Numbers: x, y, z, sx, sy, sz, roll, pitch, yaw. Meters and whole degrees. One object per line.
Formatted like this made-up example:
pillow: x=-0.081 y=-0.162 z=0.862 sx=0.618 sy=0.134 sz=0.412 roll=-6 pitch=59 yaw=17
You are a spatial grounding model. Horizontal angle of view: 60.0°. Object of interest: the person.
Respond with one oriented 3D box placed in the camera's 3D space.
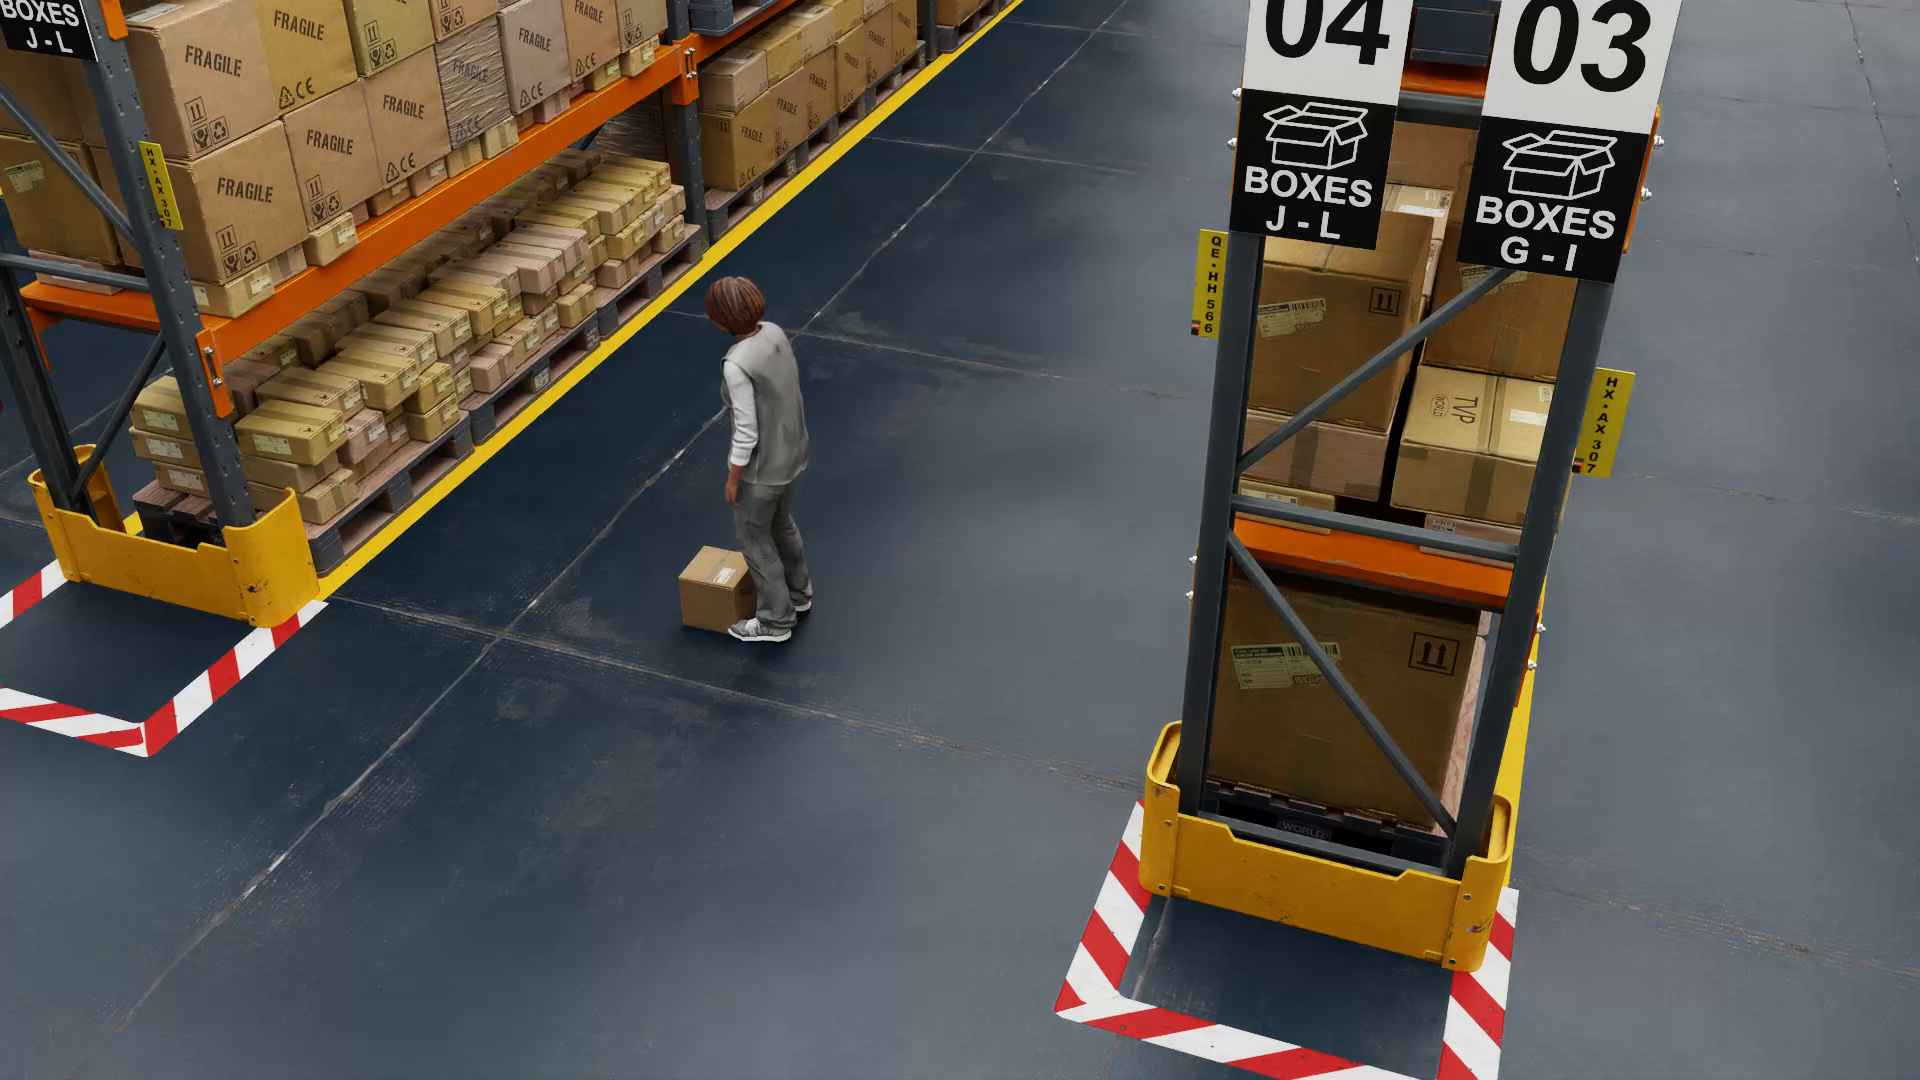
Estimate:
person: x=-0.785 y=-0.206 z=6.676 sx=0.320 sy=1.352 sz=0.462 roll=12 pitch=35 yaw=17
